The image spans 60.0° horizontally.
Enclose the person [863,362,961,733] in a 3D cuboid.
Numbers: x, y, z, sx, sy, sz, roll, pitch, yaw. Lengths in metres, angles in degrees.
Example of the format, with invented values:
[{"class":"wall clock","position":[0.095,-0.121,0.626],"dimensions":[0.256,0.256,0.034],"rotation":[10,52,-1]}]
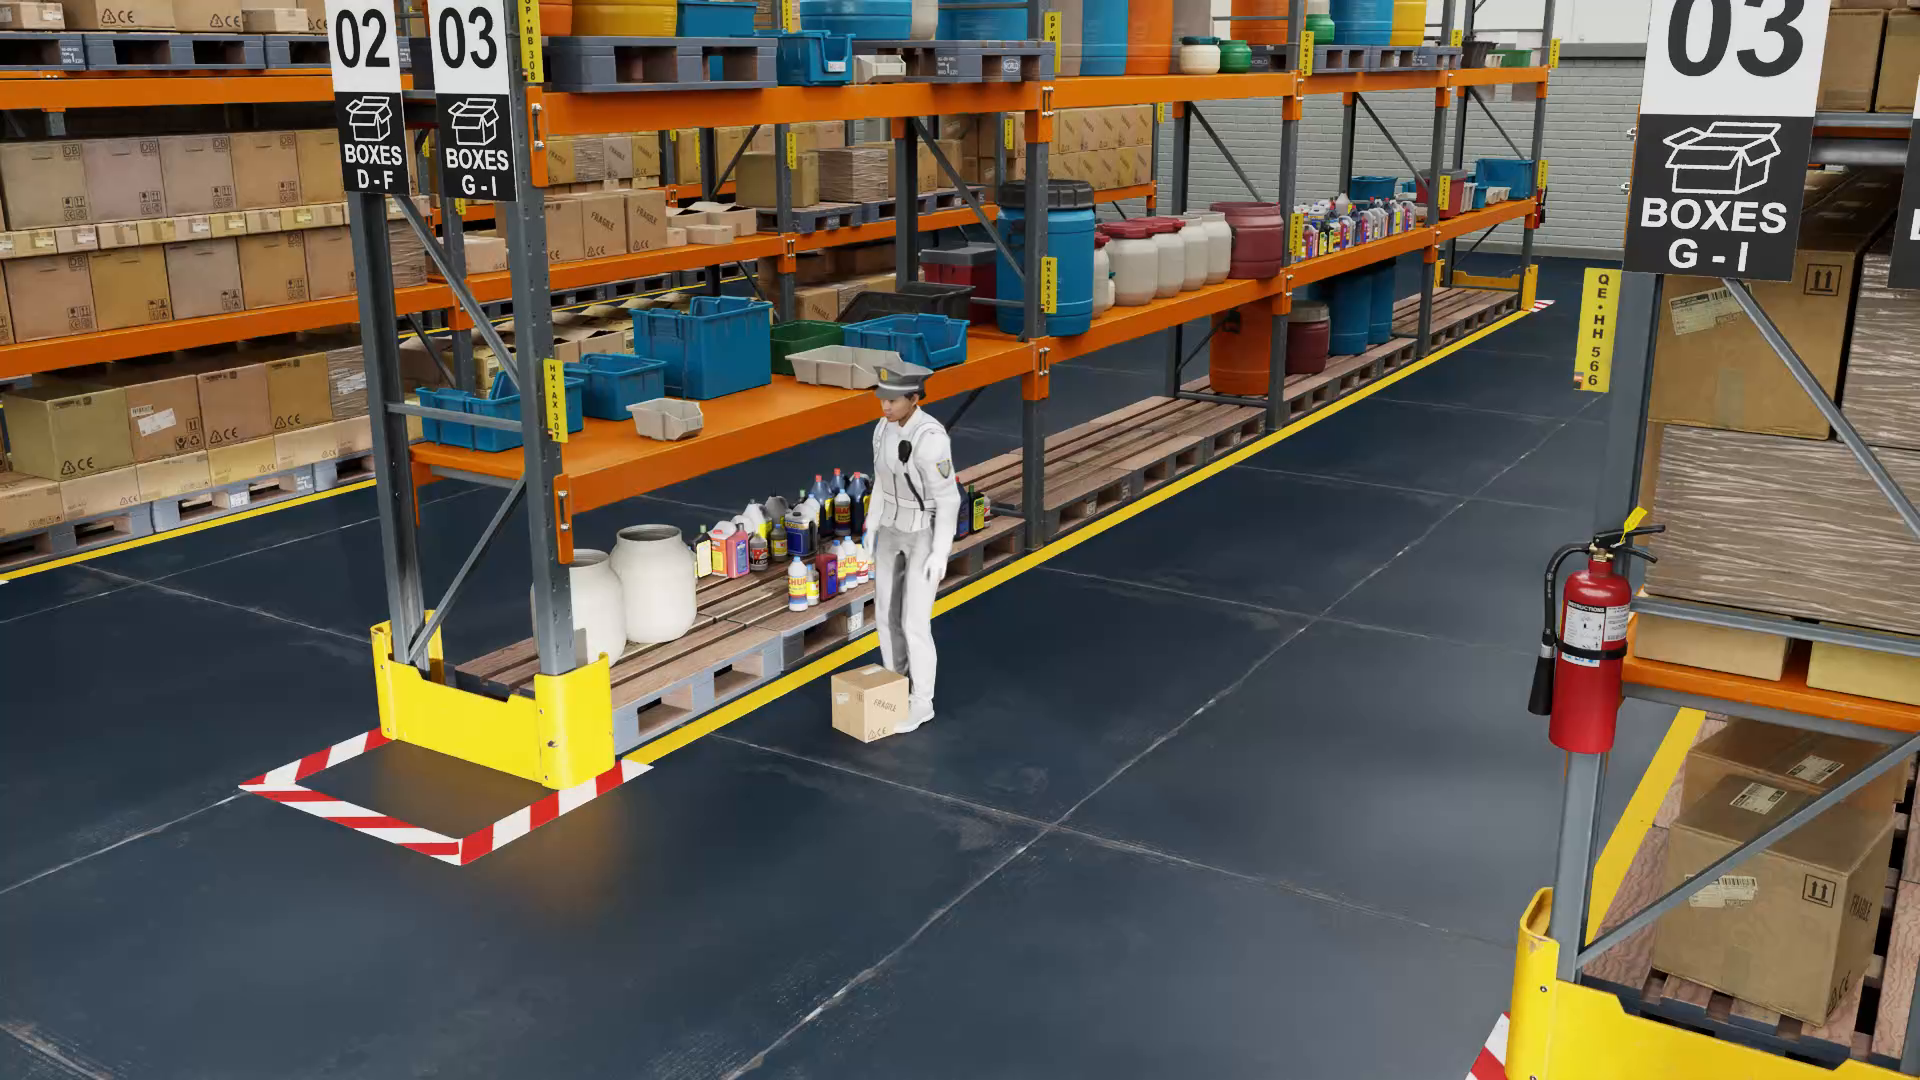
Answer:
[{"class":"person","position":[-0.242,0.016,7.474],"dimensions":[0.414,1.663,0.532],"rotation":[-14,22,-40]}]
